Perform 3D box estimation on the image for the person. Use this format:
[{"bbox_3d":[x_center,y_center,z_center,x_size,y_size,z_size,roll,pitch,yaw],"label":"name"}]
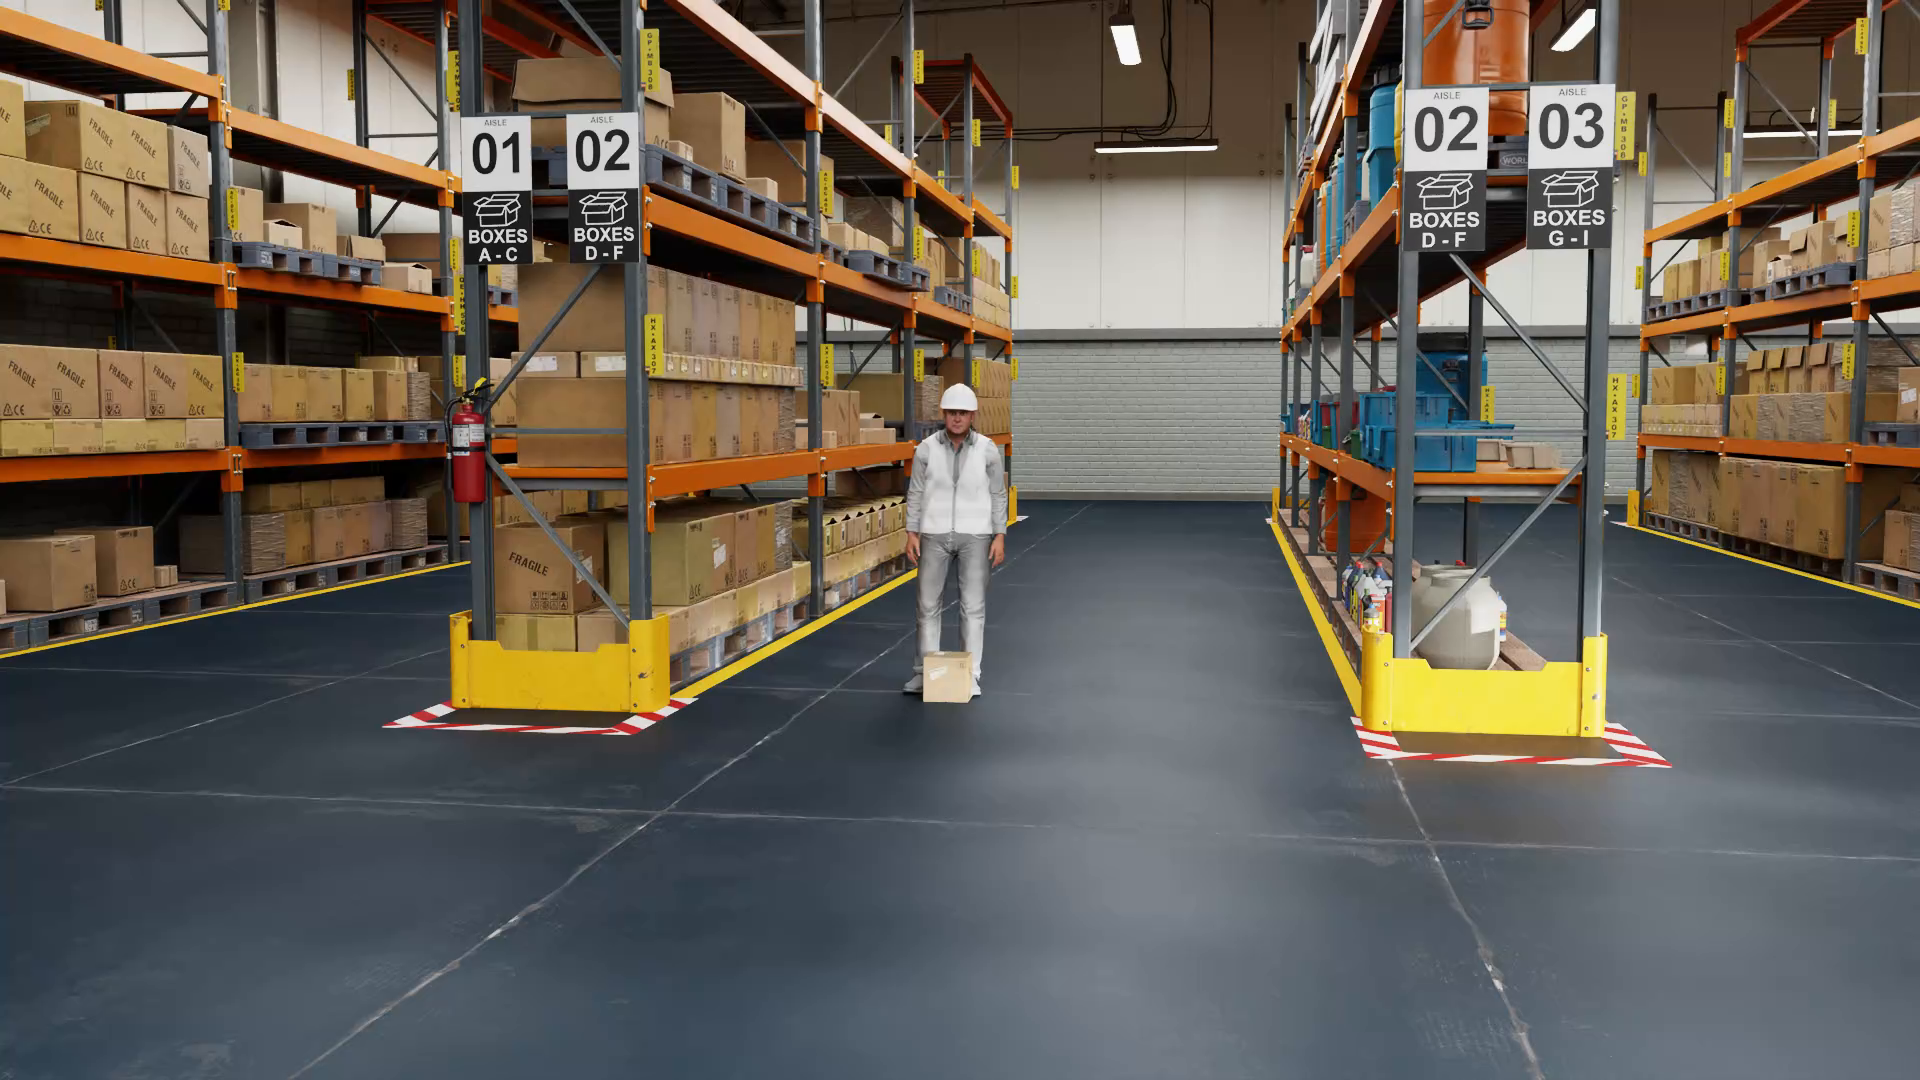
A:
[{"bbox_3d":[-0.038,-0.007,9.563,0.583,1.770,0.475,0,4,5],"label":"person"}]
